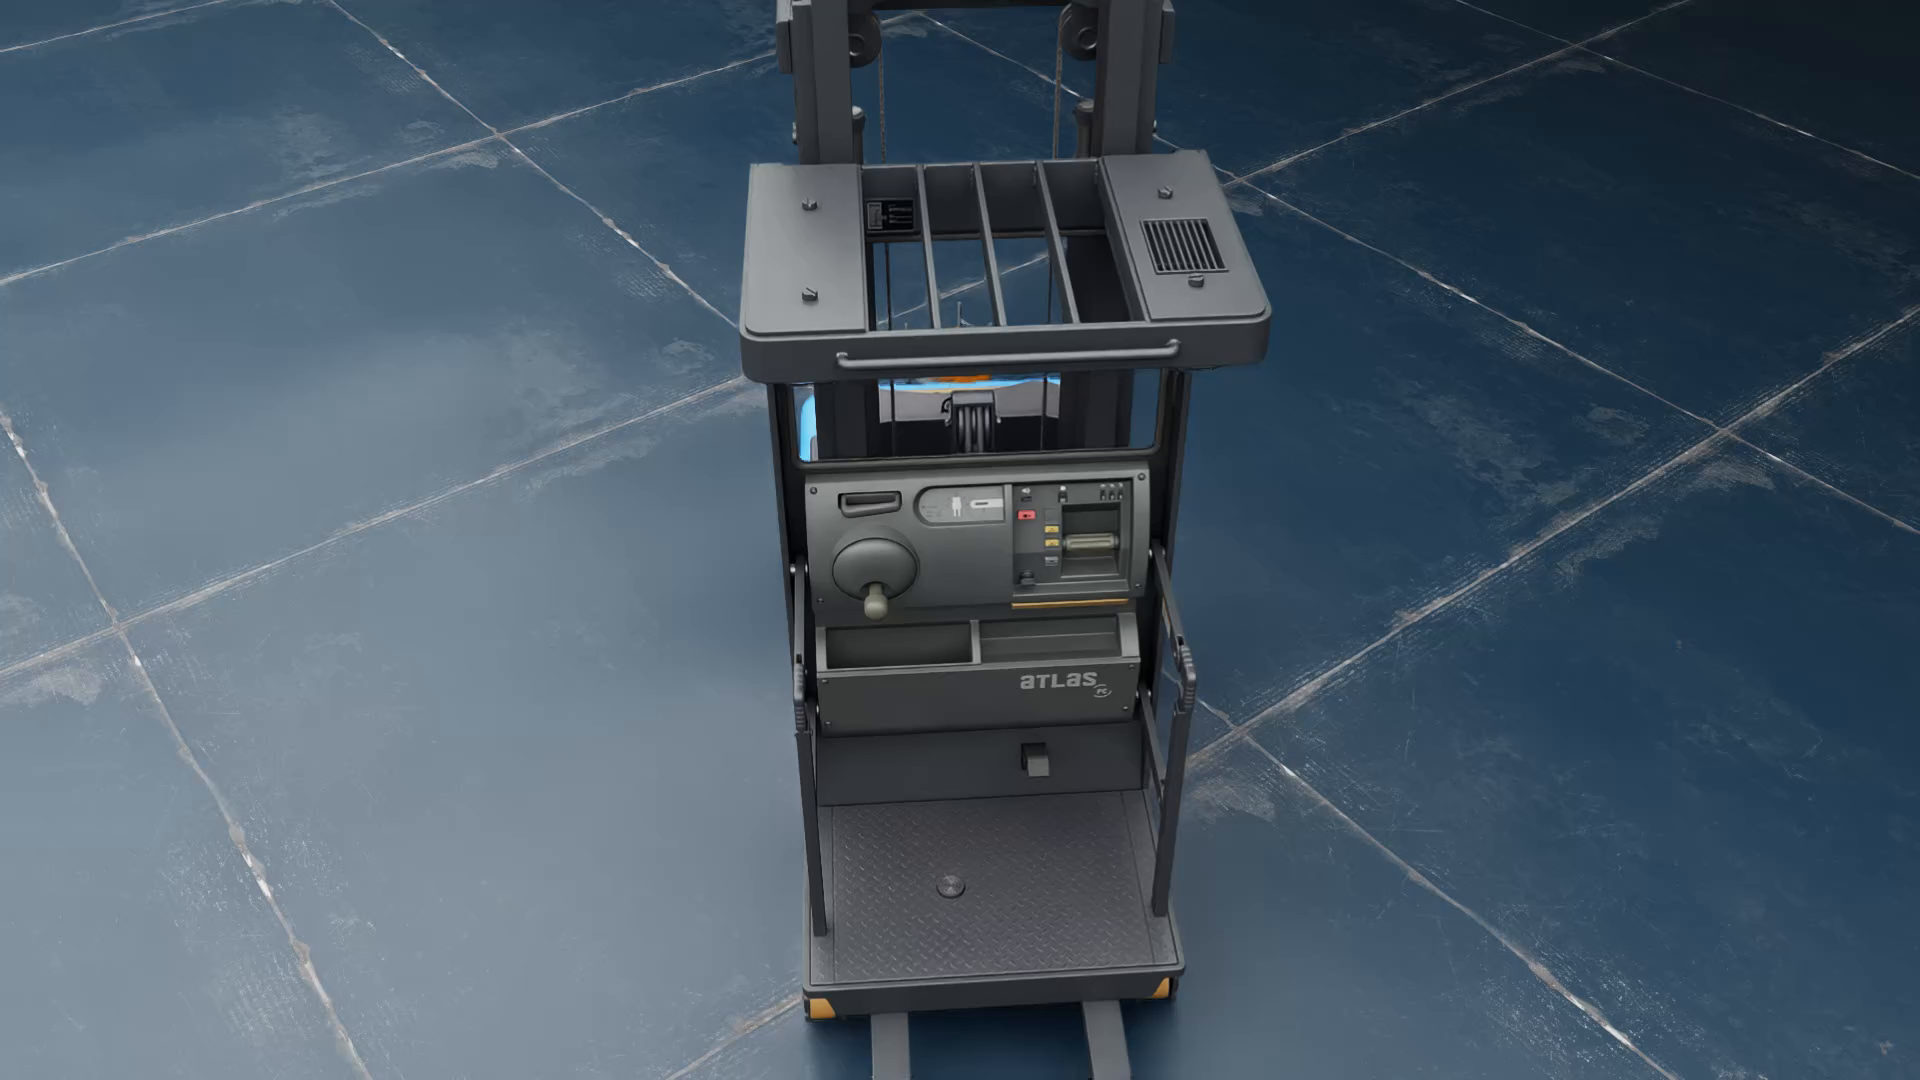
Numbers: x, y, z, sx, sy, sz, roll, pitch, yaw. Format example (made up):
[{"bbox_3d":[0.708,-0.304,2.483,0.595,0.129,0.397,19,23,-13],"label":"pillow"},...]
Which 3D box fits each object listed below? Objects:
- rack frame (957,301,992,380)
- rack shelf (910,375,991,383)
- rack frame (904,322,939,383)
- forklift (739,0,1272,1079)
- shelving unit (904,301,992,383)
[{"bbox_3d":[0.054,-0.432,6.449,0.008,1.050,0.200,-26,46,-28],"label":"rack frame"},{"bbox_3d":[-0.042,-0.596,6.219,0.240,0.259,0.215,-26,46,-28],"label":"rack shelf"},{"bbox_3d":[-0.139,-0.338,6.334,0.008,1.050,0.200,-26,46,-28],"label":"rack frame"},{"bbox_3d":[0.068,0.080,4.341,1.130,2.935,3.031,-3,39,-3],"label":"forklift"},{"bbox_3d":[-0.042,-0.385,6.392,0.252,1.050,0.215,-26,46,-28],"label":"shelving unit"}]
